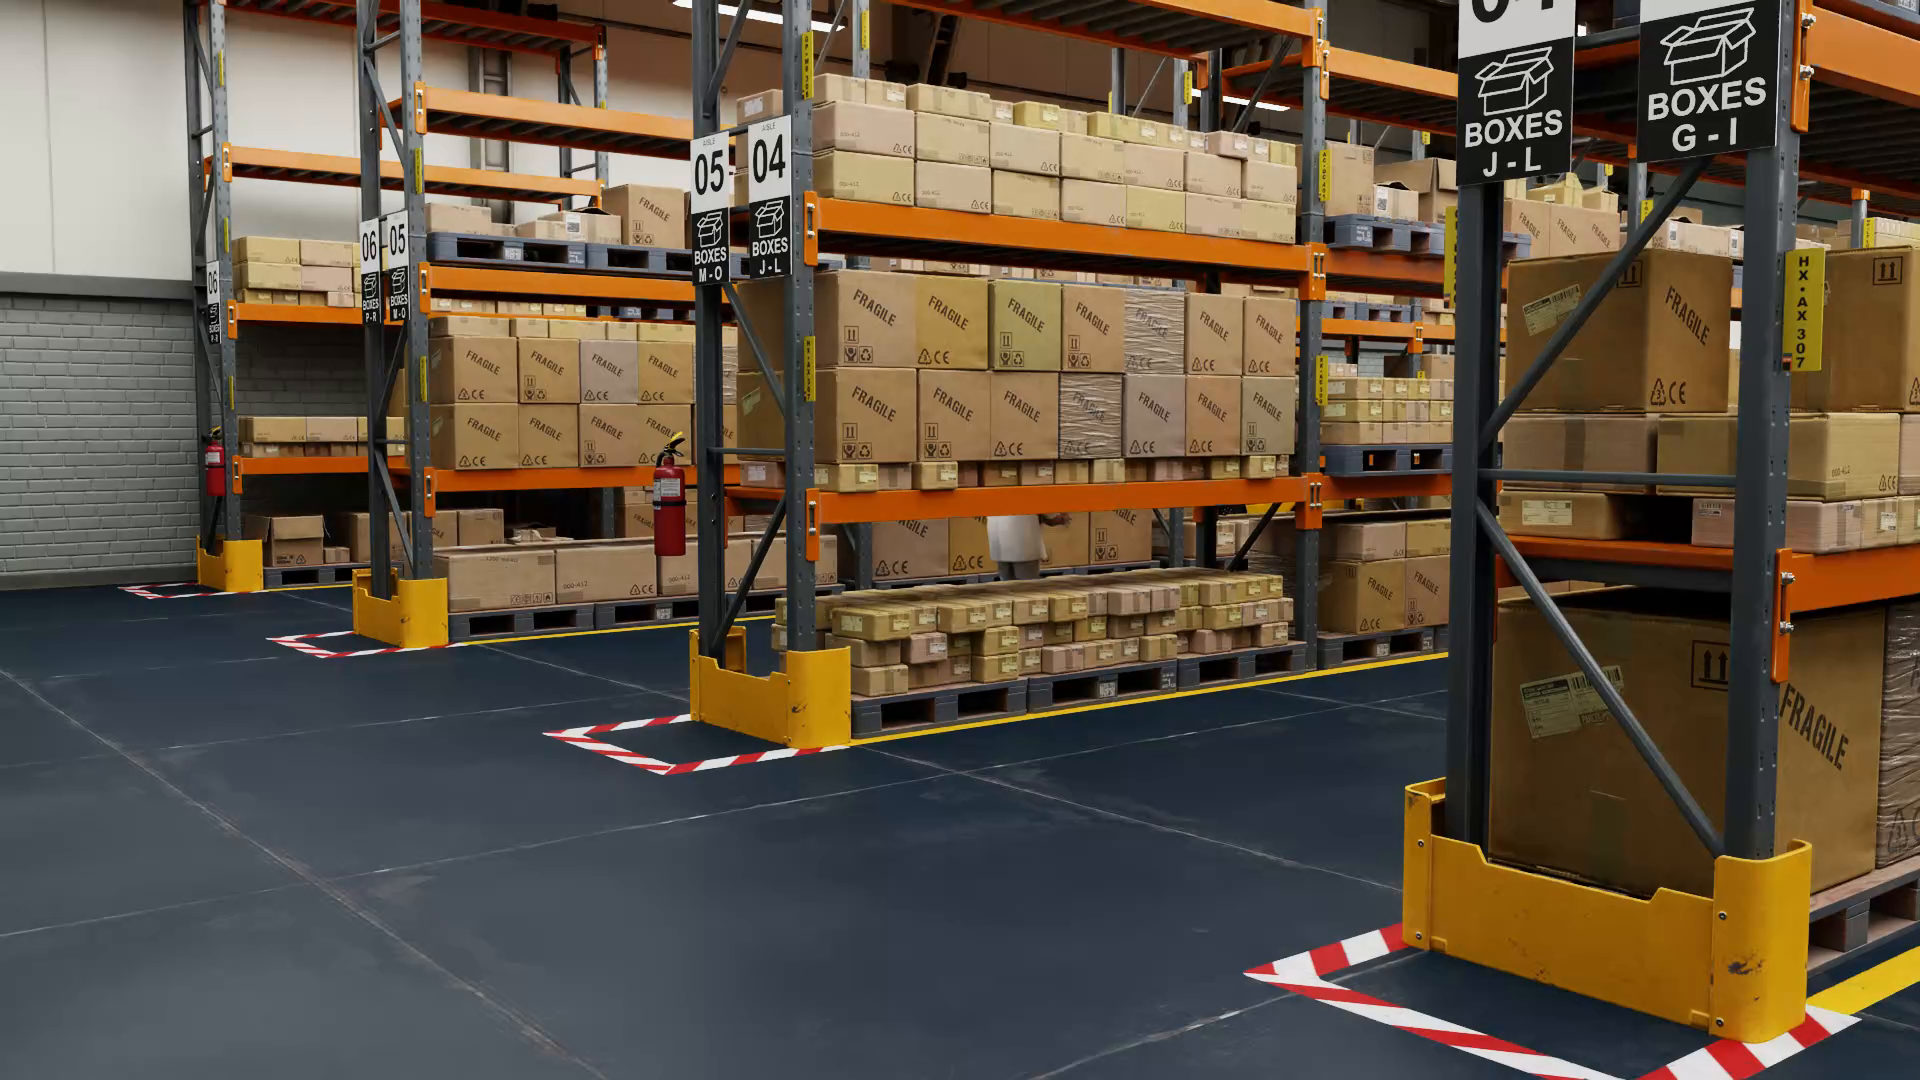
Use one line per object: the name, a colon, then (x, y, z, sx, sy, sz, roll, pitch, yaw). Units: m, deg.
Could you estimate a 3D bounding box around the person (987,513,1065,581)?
person: (0.467, -0.081, 12.072, 0.545, 1.779, 0.525, -3, 5, -39)
